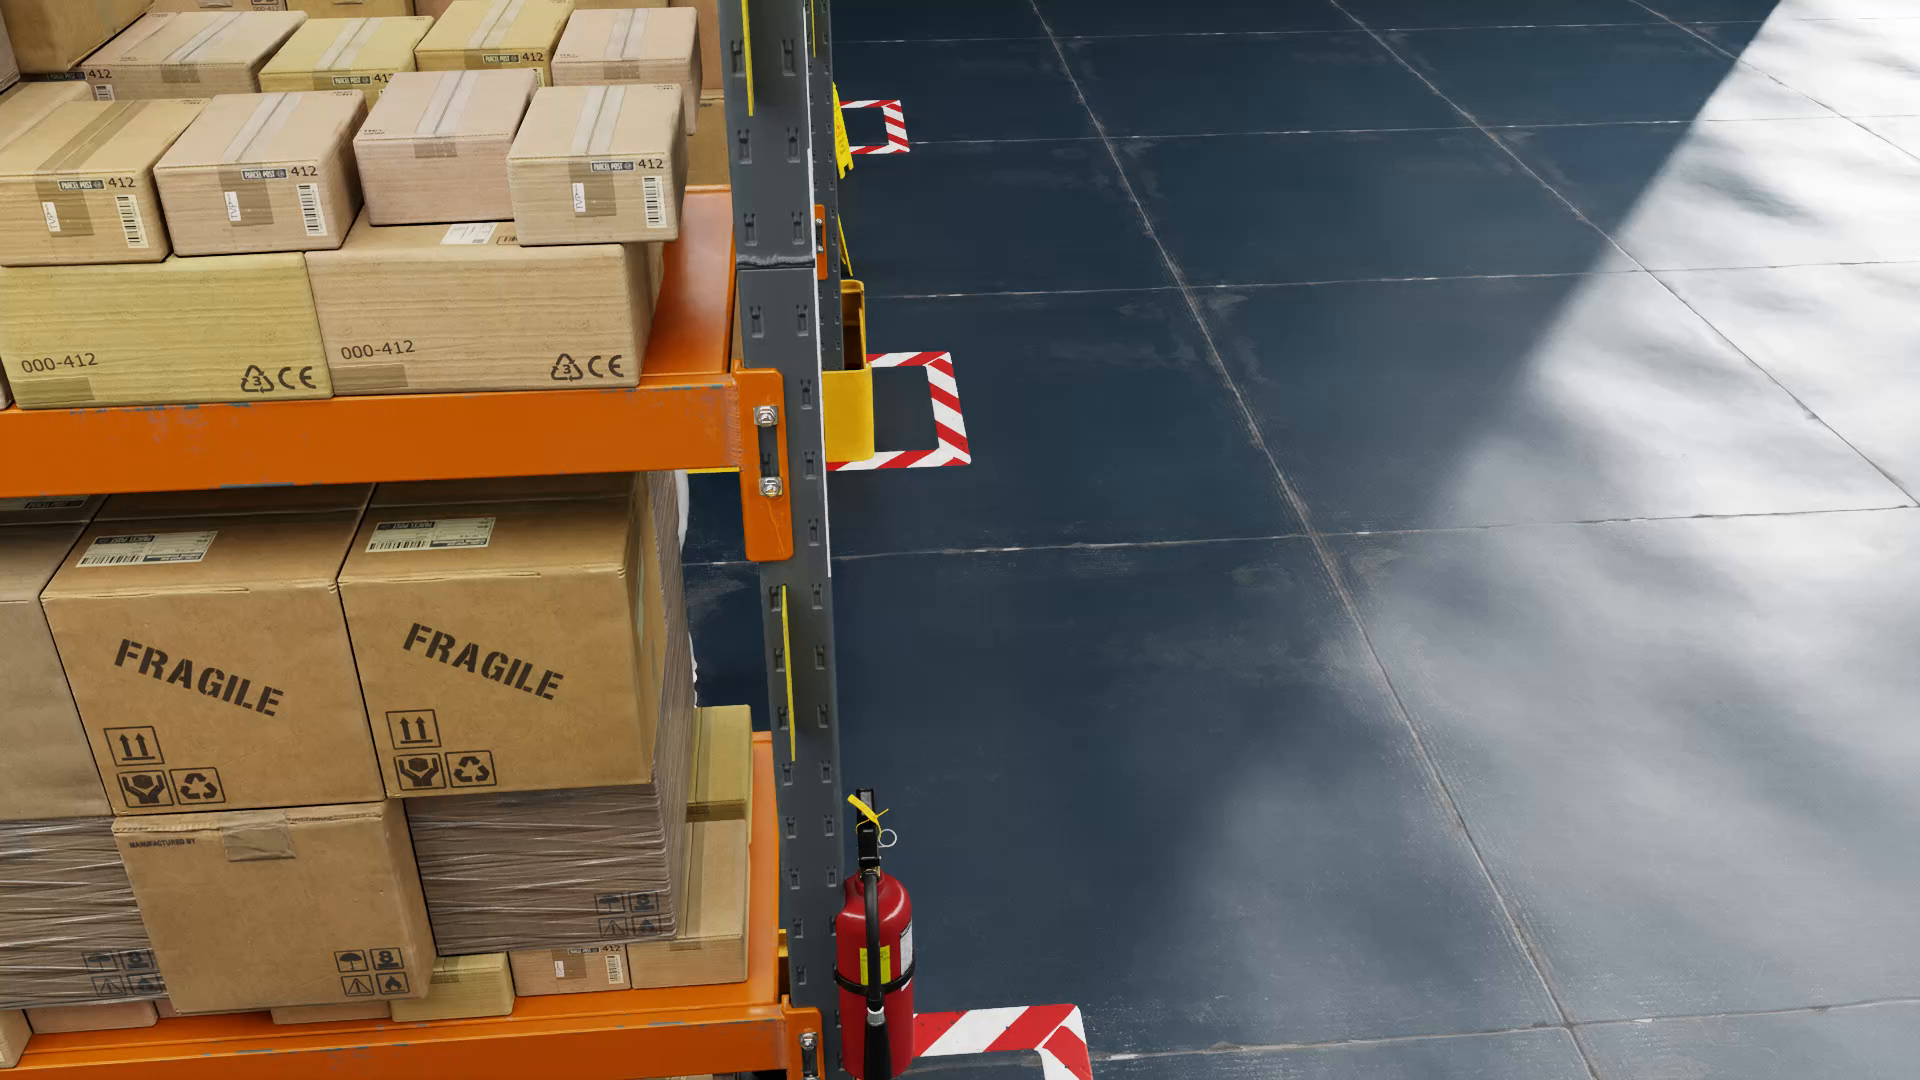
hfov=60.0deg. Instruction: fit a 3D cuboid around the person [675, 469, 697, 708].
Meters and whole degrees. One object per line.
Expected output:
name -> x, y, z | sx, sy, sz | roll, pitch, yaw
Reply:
person -> -1.183, -0.060, 6.234 | 0.353, 1.673, 0.493 | -3, 31, -5
